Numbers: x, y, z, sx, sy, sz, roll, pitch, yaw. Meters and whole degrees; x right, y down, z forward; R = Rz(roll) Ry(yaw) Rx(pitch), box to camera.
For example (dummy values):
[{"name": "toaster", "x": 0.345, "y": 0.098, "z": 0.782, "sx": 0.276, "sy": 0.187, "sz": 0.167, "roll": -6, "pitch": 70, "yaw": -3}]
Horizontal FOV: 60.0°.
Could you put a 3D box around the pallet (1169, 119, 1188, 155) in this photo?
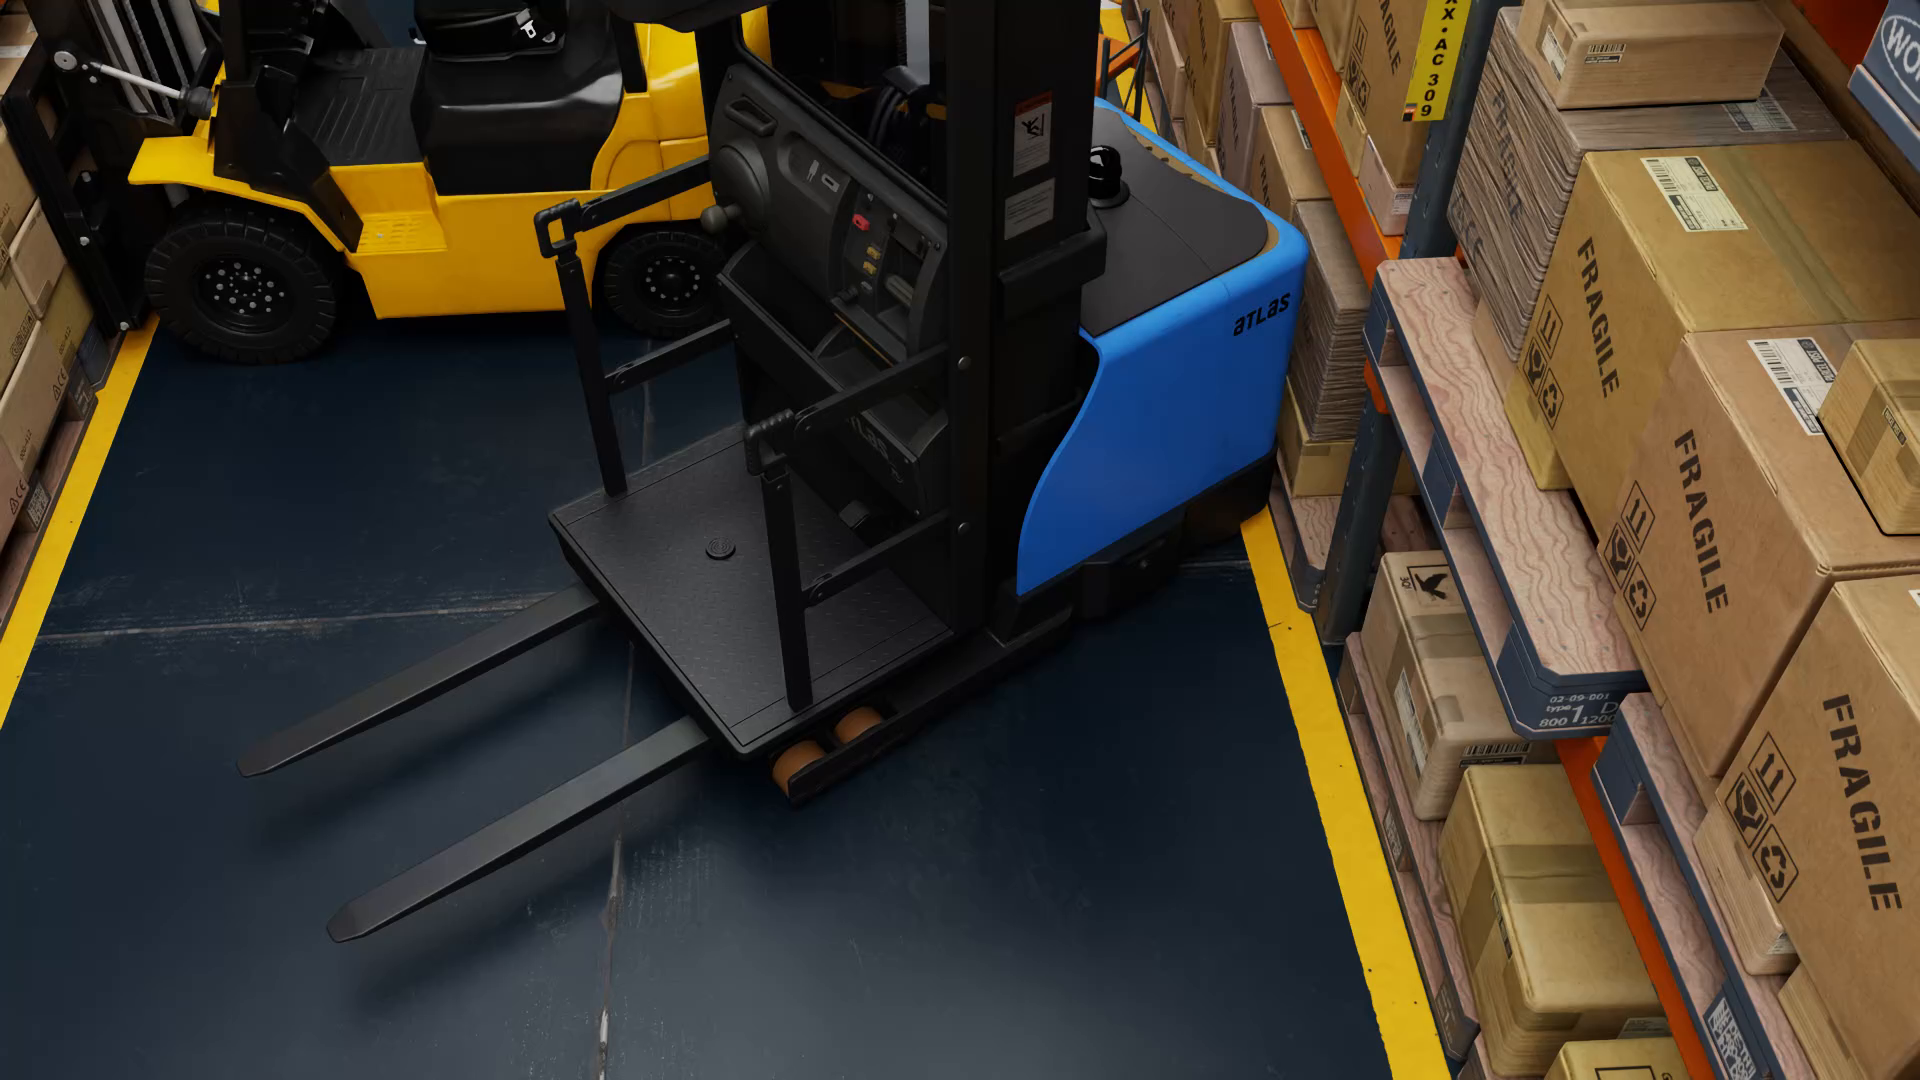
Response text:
[{"name": "pallet", "x": 1.374, "y": -1.196, "z": 6.237, "sx": 1.003, "sy": 0.211, "sz": 1.213, "roll": -3, "pitch": 47, "yaw": -3}]

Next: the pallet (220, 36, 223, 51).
[{"name": "pallet", "x": -3.604, "y": -1.866, "z": 6.872, "sx": 1.003, "sy": 0.211, "sz": 1.213, "roll": -3, "pitch": 47, "yaw": -3}]

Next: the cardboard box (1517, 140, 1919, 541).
[{"name": "cardboard box", "x": 1.367, "y": -0.348, "z": 2.951, "sx": 0.500, "sy": 0.500, "sz": 0.500, "roll": -3, "pitch": 47, "yaw": -3}]

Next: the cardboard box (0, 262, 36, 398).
[{"name": "cardboard box", "x": -3.152, "y": -0.585, "z": 4.999, "sx": 0.500, "sy": 0.250, "sz": 0.500, "roll": -4, "pitch": 47, "yaw": -4}]

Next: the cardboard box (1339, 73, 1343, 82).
[{"name": "cardboard box", "x": 1.268, "y": -1.287, "z": 4.576, "sx": 0.380, "sy": 0.149, "sz": 0.250, "roll": -3, "pitch": 47, "yaw": -3}]

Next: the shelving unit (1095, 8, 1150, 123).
[{"name": "shelving unit", "x": 0.317, "y": -1.274, "z": 5.630, "sx": 0.503, "sy": 1.200, "sz": 0.258, "roll": 29, "pitch": 53, "yaw": 25}]

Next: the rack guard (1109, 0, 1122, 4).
[{"name": "rack guard", "x": 1.242, "y": -2.766, "z": 7.525, "sx": 1.175, "sy": 0.500, "sz": 0.348, "roll": -3, "pitch": 47, "yaw": -3}]

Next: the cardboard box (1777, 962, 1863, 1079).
[{"name": "cardboard box", "x": 1.435, "y": 0.711, "z": 2.395, "sx": 0.380, "sy": 0.149, "sz": 0.250, "roll": -5, "pitch": 47, "yaw": -5}]

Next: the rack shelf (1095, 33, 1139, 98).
[{"name": "rack shelf", "x": 0.317, "y": -1.544, "z": 5.345, "sx": 0.480, "sy": 0.148, "sz": 0.258, "roll": 29, "pitch": 53, "yaw": 25}]

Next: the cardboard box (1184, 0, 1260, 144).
[{"name": "cardboard box", "x": 1.112, "y": -1.778, "z": 5.956, "sx": 0.500, "sy": 0.500, "sz": 0.500, "roll": -3, "pitch": 47, "yaw": -3}]

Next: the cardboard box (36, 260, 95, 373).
[{"name": "cardboard box", "x": -3.202, "y": -0.788, "z": 5.535, "sx": 0.500, "sy": 0.250, "sz": 0.500, "roll": -3, "pitch": 47, "yaw": -3}]

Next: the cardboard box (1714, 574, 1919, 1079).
[{"name": "cardboard box", "x": 1.448, "y": 0.381, "z": 2.260, "sx": 0.500, "sy": 0.500, "sz": 0.500, "roll": -5, "pitch": 47, "yaw": -5}]

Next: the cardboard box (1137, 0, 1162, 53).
[{"name": "cardboard box", "x": 1.028, "y": -2.279, "z": 6.947, "sx": 0.500, "sy": 0.250, "sz": 0.500, "roll": -4, "pitch": 47, "yaw": -4}]

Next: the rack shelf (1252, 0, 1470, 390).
[{"name": "rack shelf", "x": 1.403, "y": -1.986, "z": 5.560, "sx": 1.077, "sy": 0.370, "sz": 4.000, "roll": -3, "pitch": 47, "yaw": -3}]

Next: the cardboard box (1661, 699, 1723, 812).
[{"name": "cardboard box", "x": 1.413, "y": 0.324, "z": 2.761, "sx": 0.380, "sy": 0.149, "sz": 0.250, "roll": -3, "pitch": 47, "yaw": -3}]

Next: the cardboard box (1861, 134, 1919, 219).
[{"name": "cardboard box", "x": 1.881, "y": -0.388, "z": 2.989, "sx": 0.500, "sy": 0.500, "sz": 0.500, "roll": -3, "pitch": 47, "yaw": -3}]

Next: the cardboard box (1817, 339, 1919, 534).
[{"name": "cardboard box", "x": 1.451, "y": -0.149, "z": 2.315, "sx": 0.380, "sy": 0.149, "sz": 0.250, "roll": -1, "pitch": 47, "yaw": -1}]

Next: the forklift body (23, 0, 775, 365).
[{"name": "forklift body", "x": -1.734, "y": -1.823, "z": 5.495, "sx": 2.313, "sy": 2.155, "sz": 1.214, "roll": -3, "pitch": 47, "yaw": -3}]

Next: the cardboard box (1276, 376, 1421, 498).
[{"name": "cardboard box", "x": 1.253, "y": -0.396, "z": 5.164, "sx": 0.500, "sy": 0.250, "sz": 0.500, "roll": -2, "pitch": 47, "yaw": -1}]

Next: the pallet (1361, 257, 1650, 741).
[{"name": "pallet", "x": 1.490, "y": -0.158, "z": 3.466, "sx": 1.003, "sy": 0.211, "sz": 1.213, "roll": -3, "pitch": 47, "yaw": -3}]

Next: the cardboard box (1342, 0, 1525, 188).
[{"name": "cardboard box", "x": 1.286, "y": -1.229, "z": 4.074, "sx": 0.500, "sy": 0.500, "sz": 0.500, "roll": -5, "pitch": 47, "yaw": -4}]

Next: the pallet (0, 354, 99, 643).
[{"name": "pallet", "x": -3.400, "y": -0.101, "z": 5.200, "sx": 1.003, "sy": 0.211, "sz": 1.213, "roll": -3, "pitch": 47, "yaw": -3}]

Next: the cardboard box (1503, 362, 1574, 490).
[{"name": "cardboard box", "x": 1.314, "y": -0.244, "z": 3.299, "sx": 0.380, "sy": 0.149, "sz": 0.250, "roll": -3, "pitch": 47, "yaw": -2}]

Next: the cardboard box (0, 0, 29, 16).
[{"name": "cardboard box", "x": -3.260, "y": -1.871, "z": 5.872, "sx": 0.500, "sy": 0.250, "sz": 0.500, "roll": -3, "pitch": 47, "yaw": -3}]

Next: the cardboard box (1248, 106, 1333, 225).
[{"name": "cardboard box", "x": 1.209, "y": -1.022, "z": 5.240, "sx": 0.500, "sy": 0.500, "sz": 0.500, "roll": -3, "pitch": 47, "yaw": -3}]

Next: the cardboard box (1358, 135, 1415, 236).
[{"name": "cardboard box", "x": 1.240, "y": -0.914, "z": 4.222, "sx": 0.380, "sy": 0.149, "sz": 0.250, "roll": -4, "pitch": 47, "yaw": -4}]

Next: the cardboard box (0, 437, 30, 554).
[{"name": "cardboard box", "x": -3.086, "y": -0.051, "z": 4.837, "sx": 0.500, "sy": 0.250, "sz": 0.500, "roll": -3, "pitch": 47, "yaw": -3}]

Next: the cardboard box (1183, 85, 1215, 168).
[{"name": "cardboard box", "x": 1.121, "y": -1.515, "z": 6.223, "sx": 0.500, "sy": 0.250, "sz": 0.500, "roll": -1, "pitch": 47, "yaw": -1}]

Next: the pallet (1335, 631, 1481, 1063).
[{"name": "pallet", "x": 1.637, "y": 0.736, "z": 4.408, "sx": 1.003, "sy": 0.211, "sz": 1.213, "roll": -3, "pitch": 47, "yaw": -3}]

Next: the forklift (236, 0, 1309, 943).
[{"name": "forklift", "x": -0.502, "y": -0.734, "z": 3.926, "sx": 3.031, "sy": 2.935, "sz": 1.130, "roll": -29, "pitch": 53, "yaw": -24}]

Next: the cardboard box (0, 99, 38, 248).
[{"name": "cardboard box", "x": -3.189, "y": -1.123, "z": 5.164, "sx": 0.500, "sy": 0.250, "sz": 0.500, "roll": -2, "pitch": 47, "yaw": -2}]

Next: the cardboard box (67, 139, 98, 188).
[{"name": "cardboard box", "x": -3.224, "y": -1.315, "z": 5.690, "sx": 0.500, "sy": 0.250, "sz": 0.500, "roll": -4, "pitch": 47, "yaw": -3}]

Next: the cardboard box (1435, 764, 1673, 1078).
[{"name": "cardboard box", "x": 1.681, "y": 0.872, "z": 3.878, "sx": 0.950, "sy": 0.372, "sz": 0.625, "roll": -1, "pitch": 47, "yaw": -1}]
